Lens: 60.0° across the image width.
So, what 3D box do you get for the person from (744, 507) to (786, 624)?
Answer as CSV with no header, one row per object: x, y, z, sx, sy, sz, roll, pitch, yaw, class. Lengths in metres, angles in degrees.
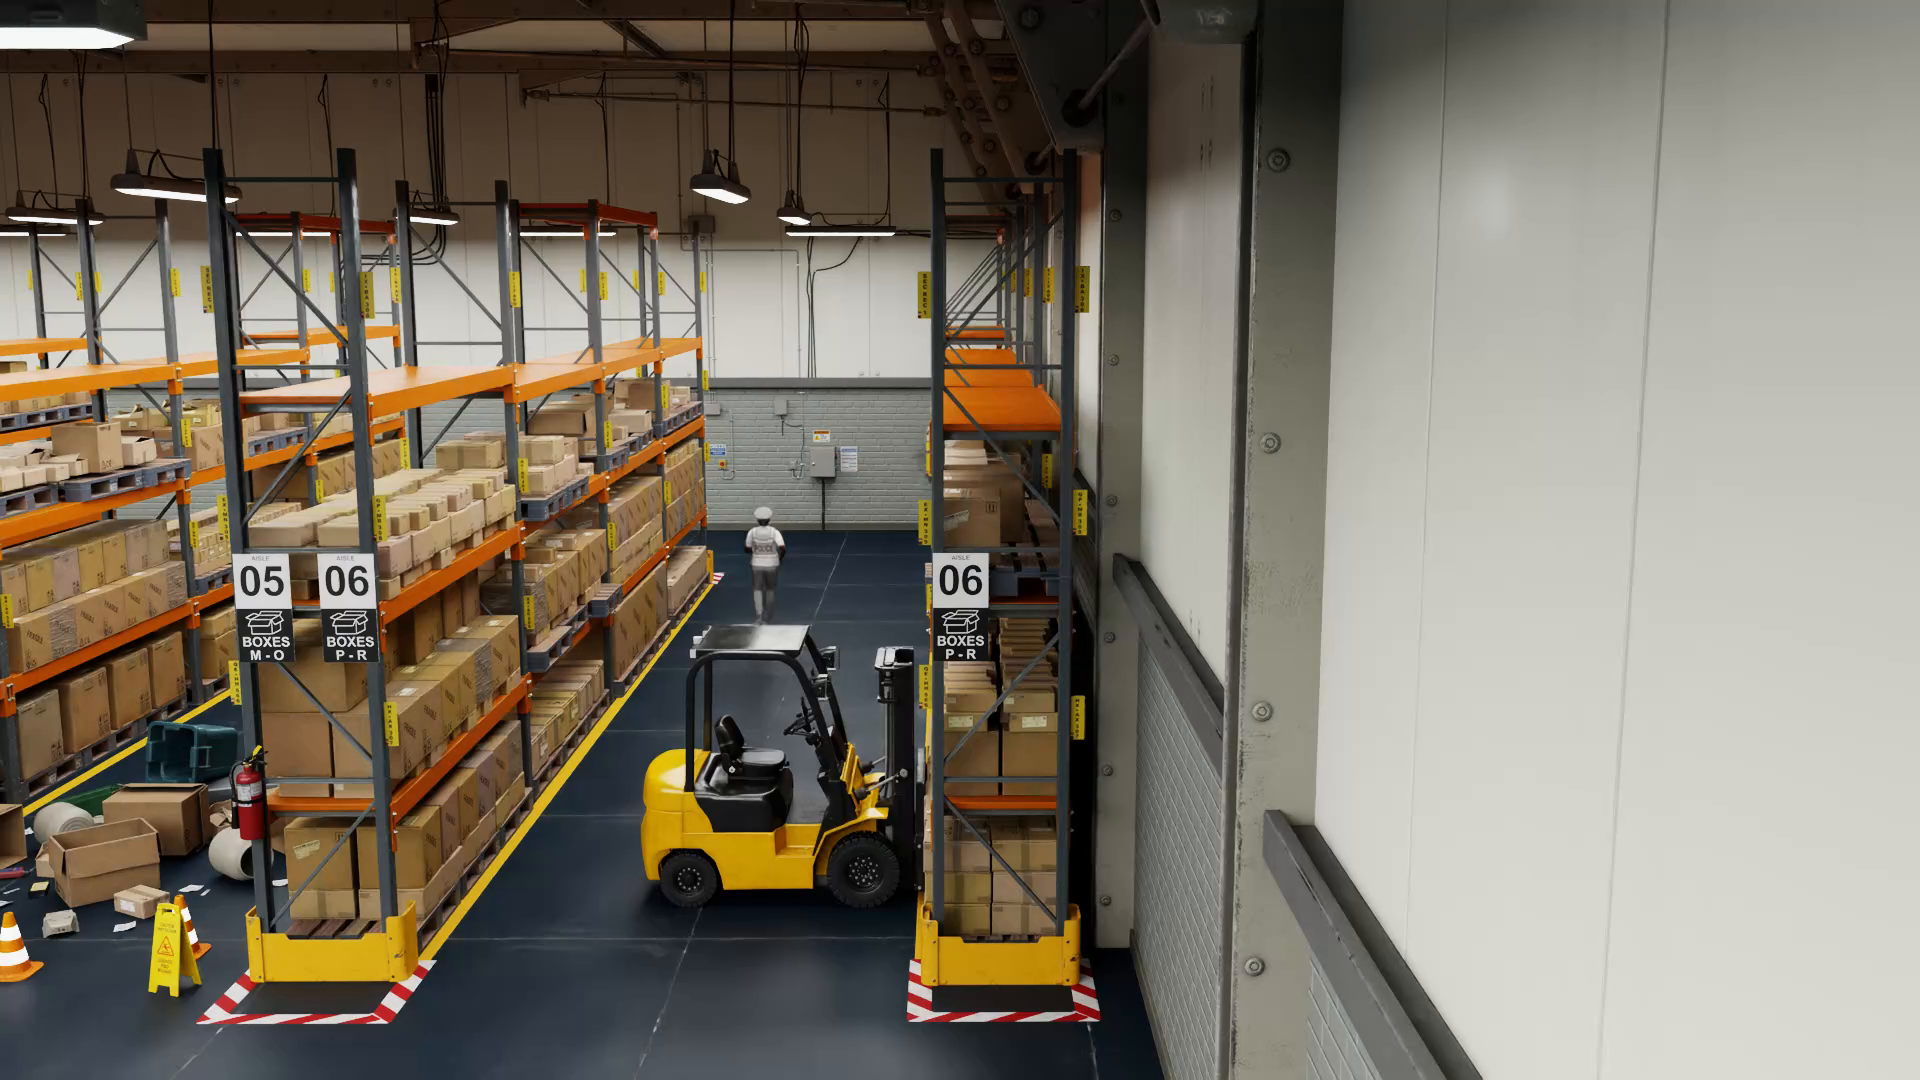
-2.702,0.368,23.100,0.584,1.677,0.677,-1,9,-4,person
